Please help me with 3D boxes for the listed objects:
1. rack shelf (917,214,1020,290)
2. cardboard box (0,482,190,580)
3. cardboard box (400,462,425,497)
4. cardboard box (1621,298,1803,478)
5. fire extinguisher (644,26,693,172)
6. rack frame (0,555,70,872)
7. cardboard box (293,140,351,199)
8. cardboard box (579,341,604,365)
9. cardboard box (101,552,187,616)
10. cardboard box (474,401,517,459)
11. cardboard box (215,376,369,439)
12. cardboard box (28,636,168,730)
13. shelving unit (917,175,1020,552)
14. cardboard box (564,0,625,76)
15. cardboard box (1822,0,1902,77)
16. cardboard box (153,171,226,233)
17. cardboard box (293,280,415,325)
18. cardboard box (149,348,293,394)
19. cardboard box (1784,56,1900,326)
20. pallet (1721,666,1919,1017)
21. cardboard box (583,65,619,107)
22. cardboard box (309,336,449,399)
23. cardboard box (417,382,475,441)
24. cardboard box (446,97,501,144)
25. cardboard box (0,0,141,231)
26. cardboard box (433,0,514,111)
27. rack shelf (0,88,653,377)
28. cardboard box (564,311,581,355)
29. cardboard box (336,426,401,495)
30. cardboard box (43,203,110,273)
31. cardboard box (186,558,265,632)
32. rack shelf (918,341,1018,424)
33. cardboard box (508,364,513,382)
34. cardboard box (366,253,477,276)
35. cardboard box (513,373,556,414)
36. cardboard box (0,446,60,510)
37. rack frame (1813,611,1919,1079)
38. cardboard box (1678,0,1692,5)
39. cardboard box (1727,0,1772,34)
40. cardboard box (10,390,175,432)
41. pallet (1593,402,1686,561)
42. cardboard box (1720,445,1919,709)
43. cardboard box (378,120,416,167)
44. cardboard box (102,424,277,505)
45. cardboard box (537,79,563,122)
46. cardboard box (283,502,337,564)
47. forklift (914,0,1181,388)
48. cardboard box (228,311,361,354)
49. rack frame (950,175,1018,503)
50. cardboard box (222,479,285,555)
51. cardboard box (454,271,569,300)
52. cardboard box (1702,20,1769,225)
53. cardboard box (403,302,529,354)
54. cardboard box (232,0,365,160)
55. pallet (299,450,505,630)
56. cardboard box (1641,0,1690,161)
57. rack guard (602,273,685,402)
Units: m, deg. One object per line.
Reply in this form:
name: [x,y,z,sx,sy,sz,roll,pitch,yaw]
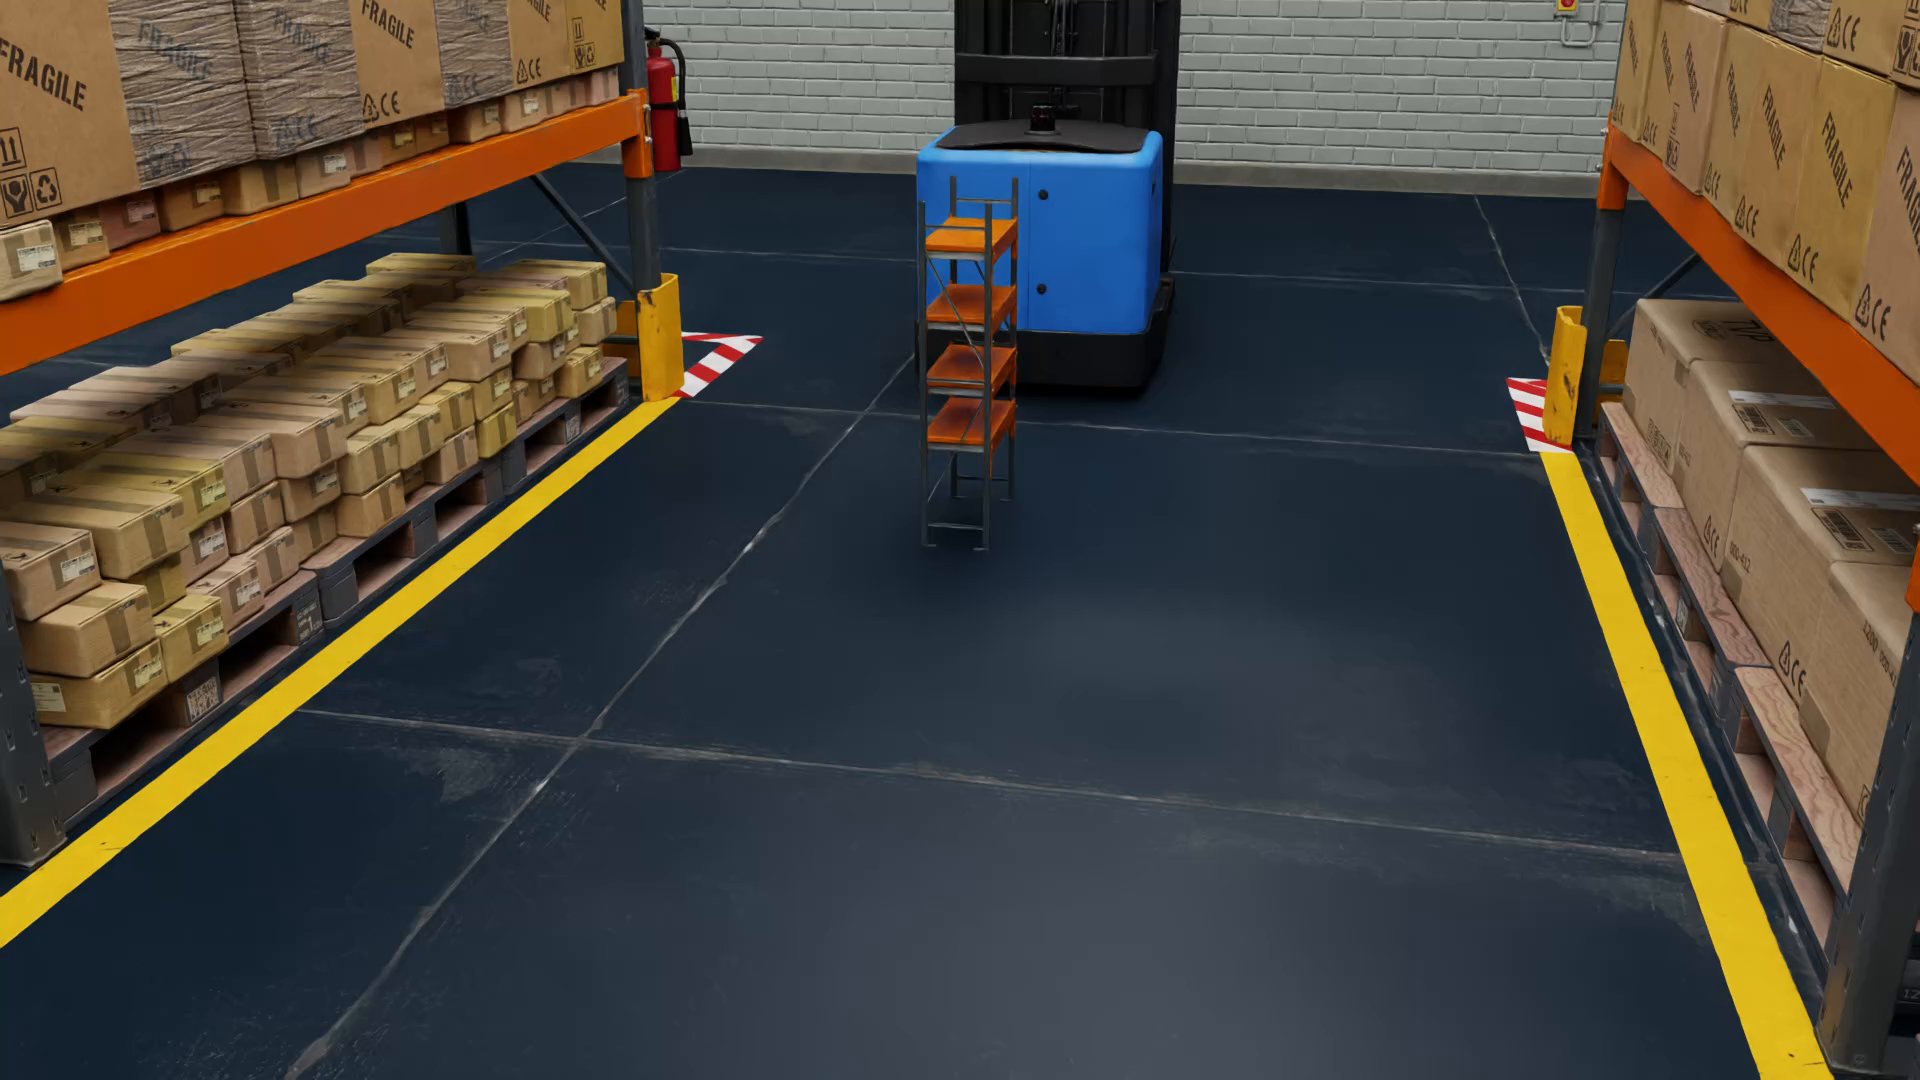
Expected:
rack shelf: [0.034,-0.982,5.633,0.258,0.148,0.480,4,22,11]
cardboard box: [-2.272,-0.026,4.361,0.380,0.149,0.250,6,23,14]
cardboard box: [-2.067,-0.232,5.668,0.380,0.149,0.250,5,22,12]
cardboard box: [2.987,-0.551,6.075,0.875,0.438,0.875,4,22,9]
fire extinguisher: [-1.340,-1.982,7.363,0.296,0.674,0.183,4,22,11]
rack frame: [-2.659,-0.671,3.506,1.000,3.000,0.127,4,22,11]
cardboard box: [-2.060,-1.119,4.953,0.380,0.149,0.250,5,23,13]
cardboard box: [-1.746,-0.798,7.075,0.380,0.149,0.250,5,22,12]
cardboard box: [-2.308,0.111,4.420,0.380,0.149,0.250,5,22,11]
cardboard box: [-1.866,-0.417,6.128,0.380,0.149,0.250,3,22,9]
cardboard box: [-2.131,-0.412,5.320,0.380,0.149,0.250,4,22,9]
cardboard box: [-2.270,0.347,4.230,0.380,0.149,0.250,3,22,9]
shelving unit: [0.034,-0.617,5.780,0.258,1.200,0.503,4,22,11]
cardboard box: [-1.683,-2.135,6.607,0.500,0.500,0.500,5,22,12]
cardboard box: [2.145,-1.220,3.395,0.500,0.500,0.500,4,22,10]
cardboard box: [-2.237,-0.934,4.494,0.380,0.149,0.250,3,22,9]
cardboard box: [-2.398,-0.925,6.592,0.380,0.149,0.250,4,22,11]
cardboard box: [-2.489,-0.535,5.624,0.380,0.149,0.250,5,22,11]
cardboard box: [2.151,-0.755,3.580,0.500,0.500,0.500,4,22,10]
pallet: [2.439,0.690,3.857,1.003,0.211,1.213,4,22,11]
cardboard box: [-1.633,-1.877,6.835,0.380,0.149,0.250,4,22,11]
cardboard box: [-2.016,-0.598,5.780,0.380,0.149,0.250,4,22,9]
cardboard box: [-1.939,-0.457,5.829,0.380,0.149,0.250,6,23,14]
cardboard box: [-1.869,-1.507,5.916,0.380,0.149,0.250,3,22,9]
cardboard box: [-2.311,-1.018,3.833,0.500,0.500,0.500,4,22,10]
cardboard box: [-1.887,-1.761,5.678,0.500,0.500,0.500,5,22,11]
rack shelf: [-2.251,-1.069,5.456,1.077,0.370,4.000,4,22,11]
cardboard box: [-1.777,-0.838,6.776,0.380,0.149,0.250,4,22,10]
cardboard box: [-2.043,-0.266,5.355,0.380,0.149,0.250,4,22,11]
cardboard box: [-2.301,-0.734,3.997,0.380,0.149,0.250,5,22,12]
cardboard box: [-2.216,0.155,4.707,0.380,0.149,0.250,4,22,11]
rack shelf: [0.034,-0.555,5.805,0.258,0.148,0.480,4,22,11]
cardboard box: [-1.931,-0.649,6.306,0.380,0.149,0.250,4,22,10]
cardboard box: [-2.282,-1.117,7.069,0.380,0.149,0.250,3,22,8]
cardboard box: [-1.838,-0.607,6.598,0.380,0.149,0.250,4,22,11]
cardboard box: [-2.784,-0.158,4.688,0.380,0.149,0.250,4,22,10]
rack frame: [2.207,-0.331,2.660,1.000,3.000,0.127,4,22,11]
cardboard box: [2.548,-1.961,5.235,0.500,0.500,0.500,4,22,9]
cardboard box: [2.350,-1.589,4.313,0.500,0.500,0.500,5,22,11]
cardboard box: [-2.690,-0.353,5.172,0.380,0.149,0.250,3,22,8]
pallet: [2.937,-0.202,6.073,1.003,0.211,1.213,4,22,11]
cardboard box: [2.623,0.114,4.424,0.875,0.438,0.875,4,22,9]
cardboard box: [-2.020,-1.314,5.438,0.380,0.149,0.250,5,22,12]
cardboard box: [-2.238,-0.220,4.841,0.380,0.149,0.250,4,22,10]
cardboard box: [-1.757,-1.696,6.386,0.380,0.149,0.250,4,22,10]
cardboard box: [-2.193,-0.042,5.198,0.380,0.149,0.250,4,22,9]
forklift: [0.558,-2.547,8.255,1.130,2.935,3.031,4,22,9]
cardboard box: [-2.433,-0.727,6.101,0.380,0.149,0.250,5,23,13]
rack frame: [0.084,-0.706,6.001,0.240,1.200,0.015,4,22,11]
cardboard box: [-2.236,-0.080,4.892,0.380,0.149,0.250,3,22,8]
cardboard box: [-1.810,-0.982,6.735,0.380,0.149,0.250,5,22,12]
cardboard box: [2.361,-1.130,4.511,0.500,0.500,0.500,5,23,13]
cardboard box: [-1.854,-0.788,6.253,0.380,0.149,0.250,4,22,9]
cardboard box: [-2.079,-1.381,4.735,0.500,0.500,0.500,4,22,10]
pallet: [-2.310,-0.074,5.754,1.003,0.211,1.213,4,22,11]
cardboard box: [2.569,-1.500,5.428,0.500,0.500,0.500,4,22,10]
rack guard: [-1.859,-0.947,7.536,1.175,0.500,0.348,4,22,11]
